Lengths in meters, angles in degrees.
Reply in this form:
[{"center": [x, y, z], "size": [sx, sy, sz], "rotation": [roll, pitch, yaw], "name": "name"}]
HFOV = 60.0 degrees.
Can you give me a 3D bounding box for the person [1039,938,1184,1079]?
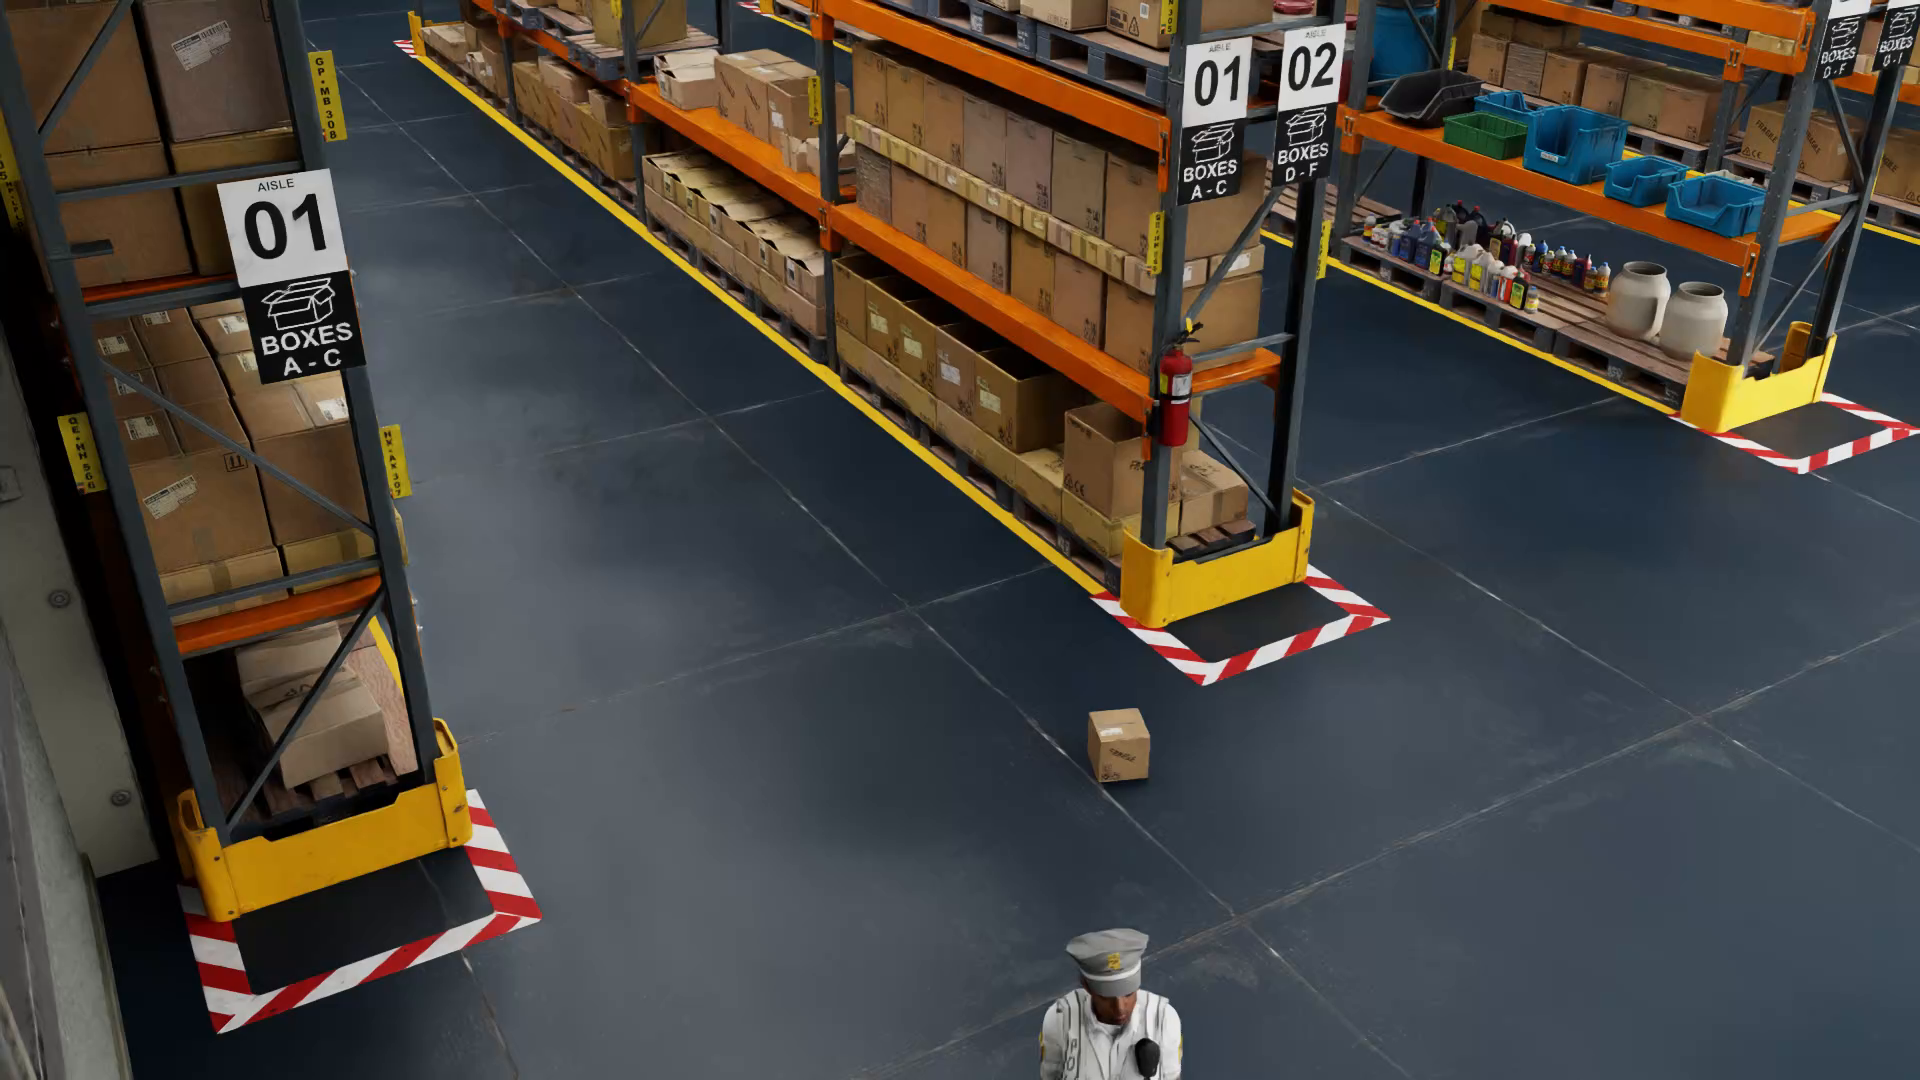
[{"center": [0.445, 1.906, 5.069], "size": [0.434, 1.693, 0.428], "rotation": [1, 29, 2], "name": "person"}]
